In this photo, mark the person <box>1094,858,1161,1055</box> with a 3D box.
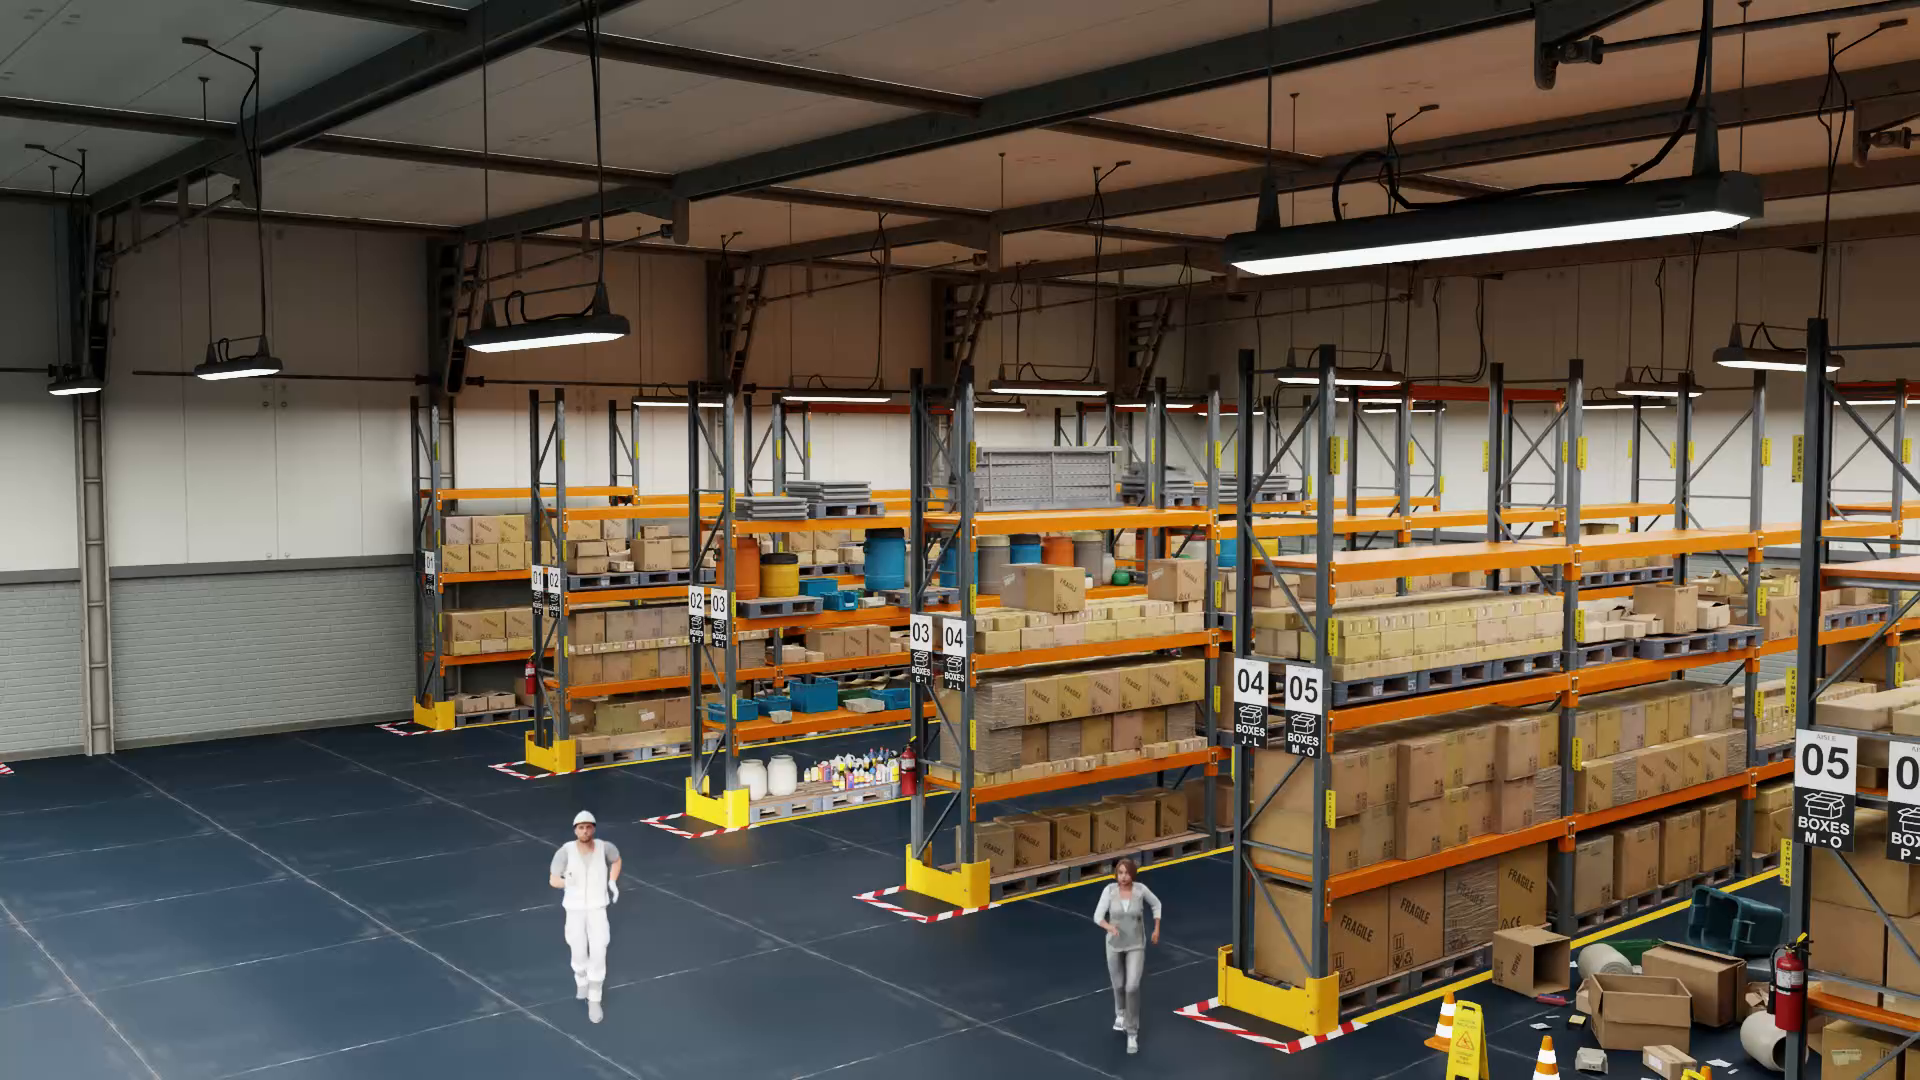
[{"bbox_3d":[1.429,3.534,14.242,0.561,1.661,0.710,1,3,12],"label":"person"}]

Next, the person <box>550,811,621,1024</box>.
[{"bbox_3d":[-3.387,3.365,15.066,0.632,1.832,0.765,-1,3,-11],"label":"person"}]
